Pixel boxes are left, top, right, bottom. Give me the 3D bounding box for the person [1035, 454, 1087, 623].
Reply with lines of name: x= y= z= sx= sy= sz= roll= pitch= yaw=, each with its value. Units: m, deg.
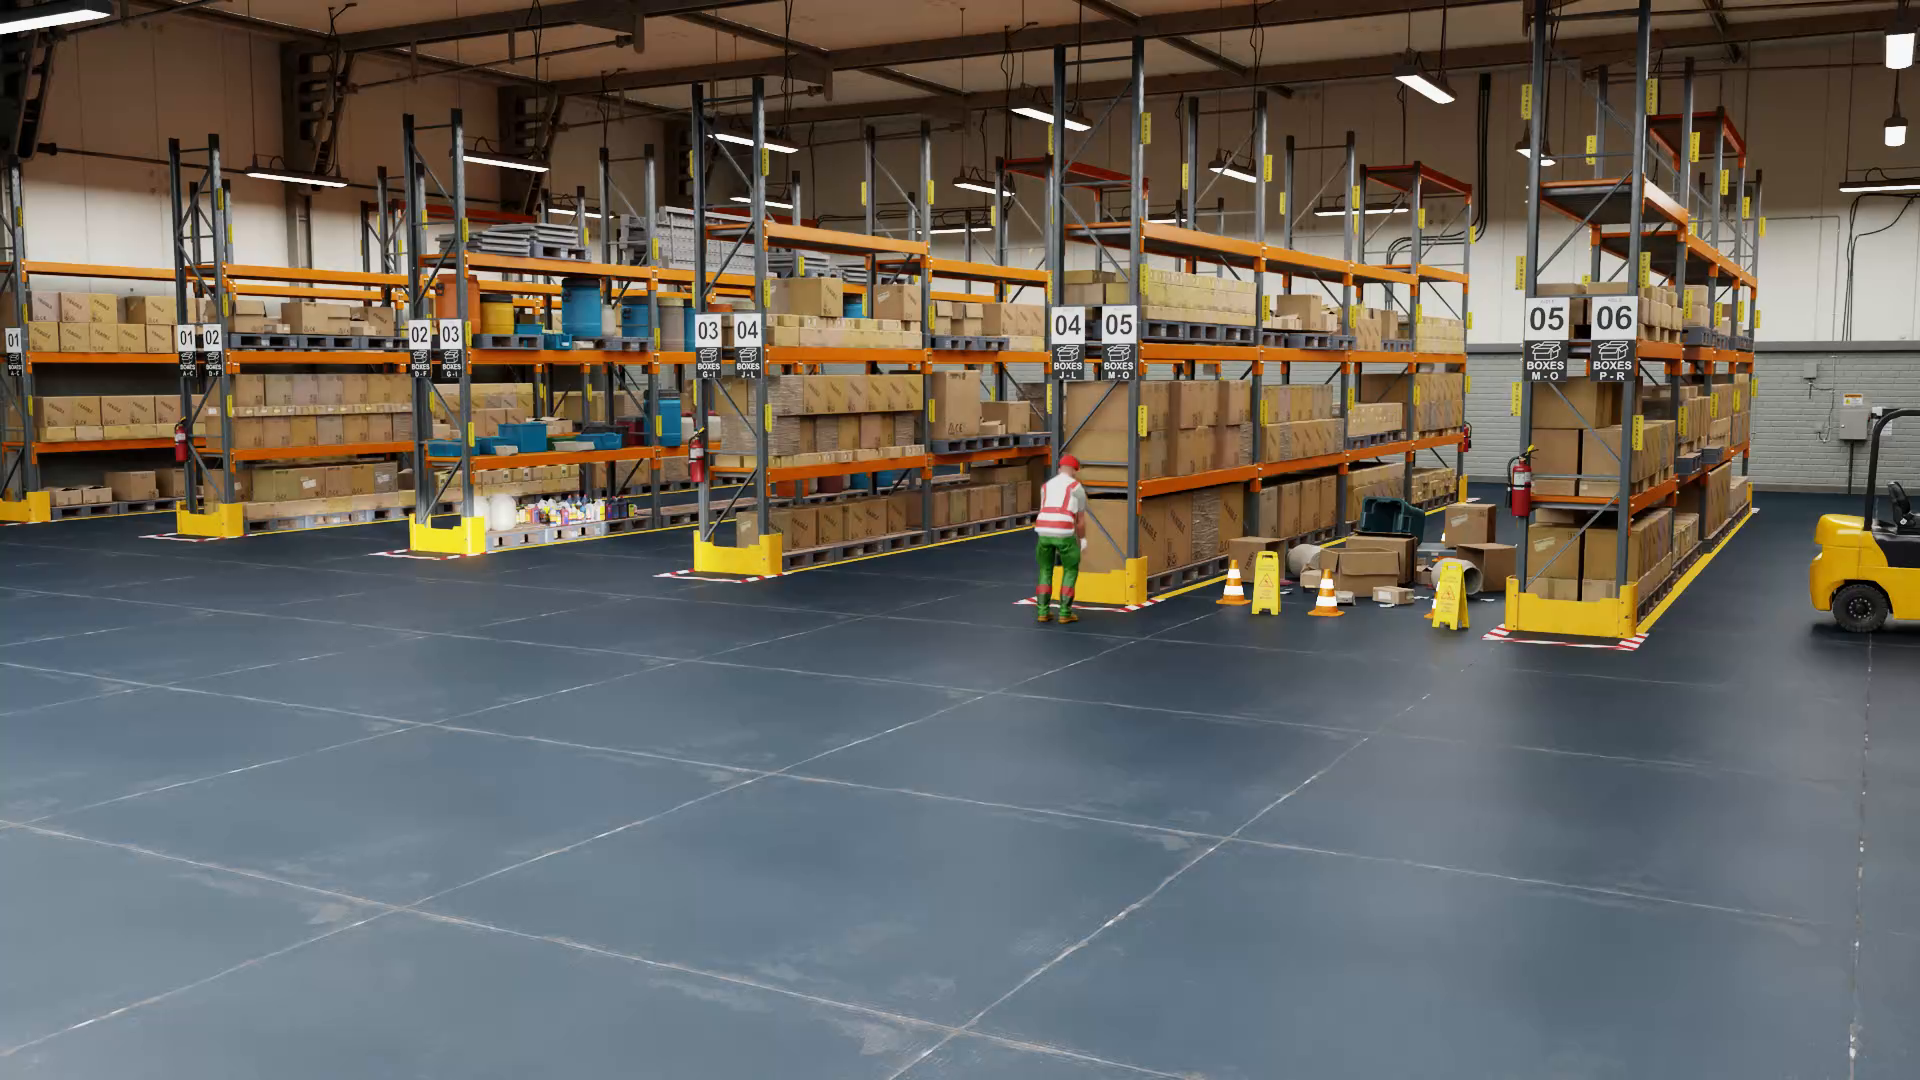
person: x=1.027 y=-0.026 z=16.791 sx=0.489 sy=1.669 sz=0.691 roll=3 pitch=7 yaw=27
